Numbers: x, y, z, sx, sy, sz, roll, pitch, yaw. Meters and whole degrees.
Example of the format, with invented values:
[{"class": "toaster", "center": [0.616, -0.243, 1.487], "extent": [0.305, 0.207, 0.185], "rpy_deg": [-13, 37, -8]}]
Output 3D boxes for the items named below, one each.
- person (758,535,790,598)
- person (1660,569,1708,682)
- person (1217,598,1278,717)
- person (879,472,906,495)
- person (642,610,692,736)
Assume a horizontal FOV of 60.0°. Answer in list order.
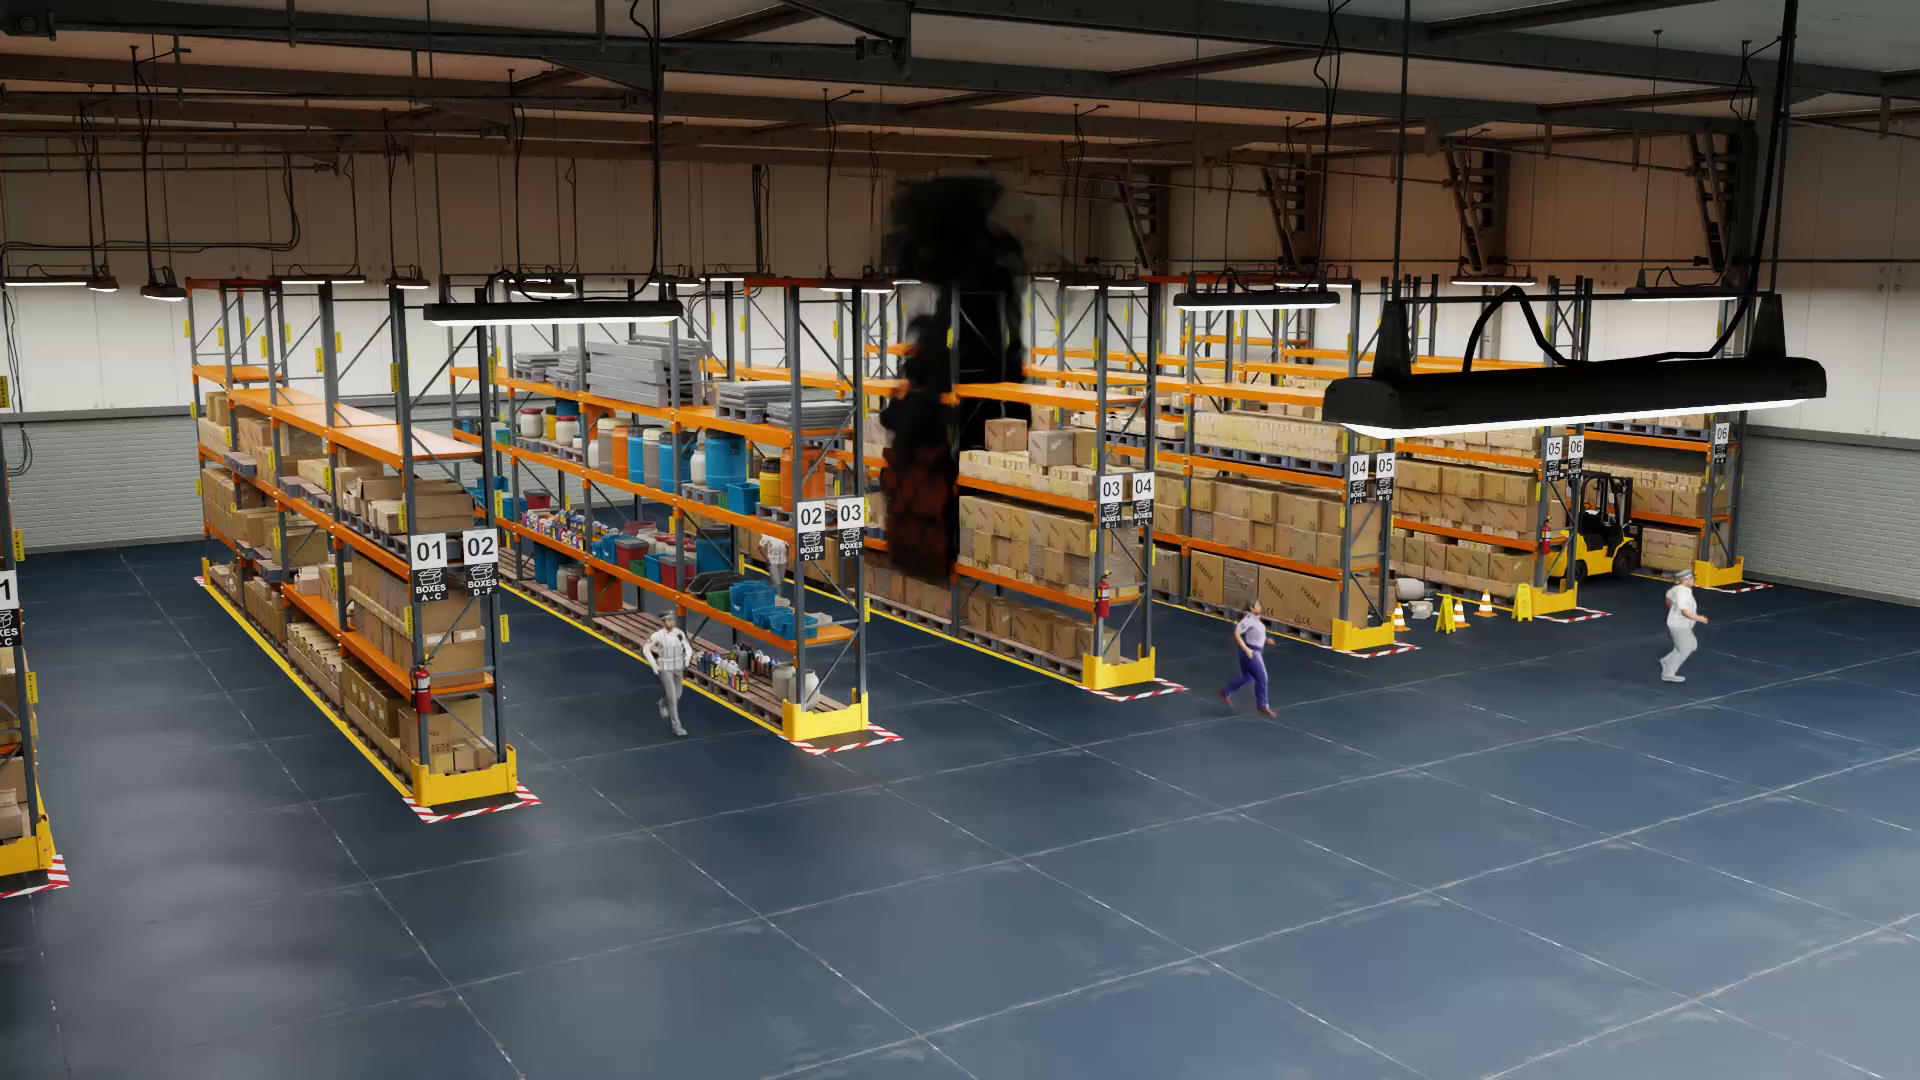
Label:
[{"class": "person", "center": [-3.353, 0.441, 30.266], "extent": [0.561, 1.694, 0.816], "rpy_deg": [-7, 12, -36]}, {"class": "person", "center": [10.951, 1.277, 25.116], "extent": [0.608, 1.735, 0.706], "rpy_deg": [3, 10, 15]}, {"class": "person", "center": [4.061, 1.633, 23.378], "extent": [0.858, 1.672, 0.616], "rpy_deg": [2, 10, 14]}, {"class": "person", "center": [-1.493, -0.688, 37.050], "extent": [0.675, 1.699, 0.644], "rpy_deg": [-4, 10, -24]}, {"class": "person", "center": [-3.935, 1.752, 22.509], "extent": [0.642, 1.667, 0.857], "rpy_deg": [-7, 12, -35]}]
